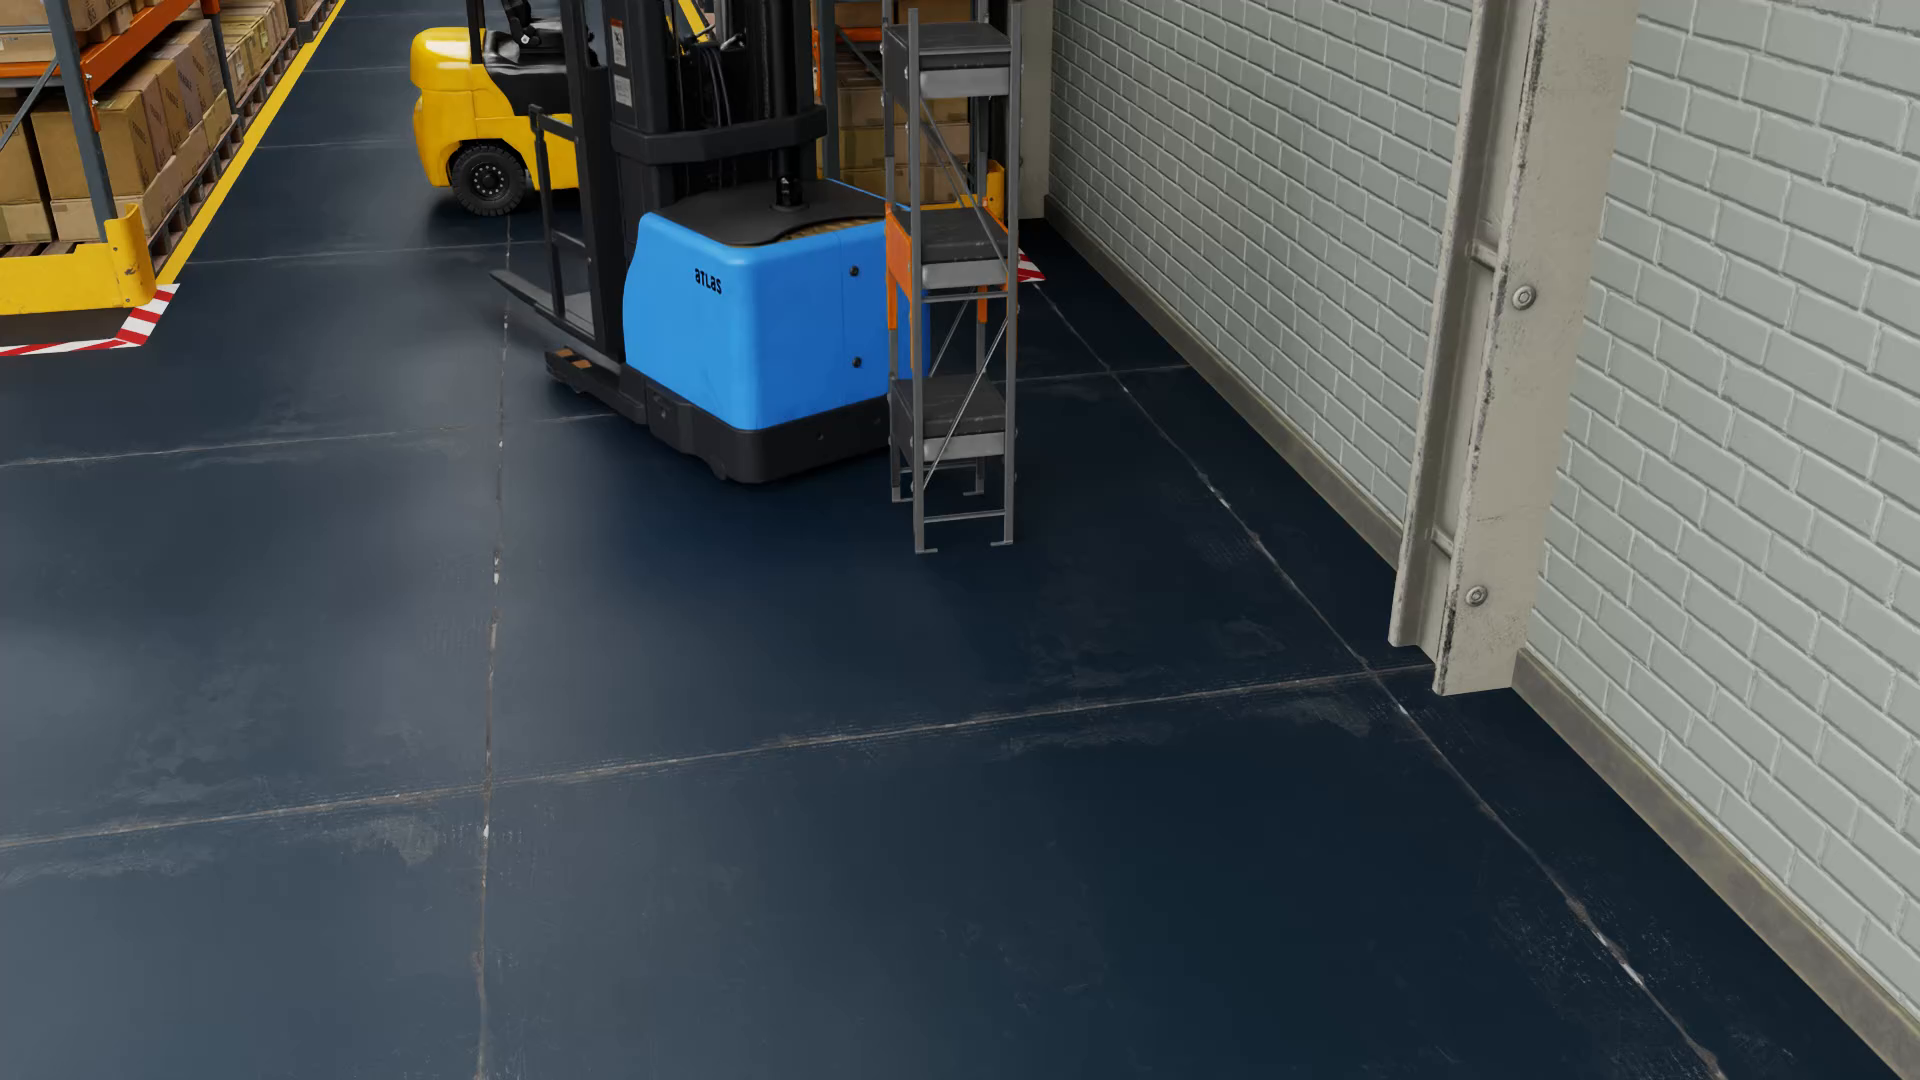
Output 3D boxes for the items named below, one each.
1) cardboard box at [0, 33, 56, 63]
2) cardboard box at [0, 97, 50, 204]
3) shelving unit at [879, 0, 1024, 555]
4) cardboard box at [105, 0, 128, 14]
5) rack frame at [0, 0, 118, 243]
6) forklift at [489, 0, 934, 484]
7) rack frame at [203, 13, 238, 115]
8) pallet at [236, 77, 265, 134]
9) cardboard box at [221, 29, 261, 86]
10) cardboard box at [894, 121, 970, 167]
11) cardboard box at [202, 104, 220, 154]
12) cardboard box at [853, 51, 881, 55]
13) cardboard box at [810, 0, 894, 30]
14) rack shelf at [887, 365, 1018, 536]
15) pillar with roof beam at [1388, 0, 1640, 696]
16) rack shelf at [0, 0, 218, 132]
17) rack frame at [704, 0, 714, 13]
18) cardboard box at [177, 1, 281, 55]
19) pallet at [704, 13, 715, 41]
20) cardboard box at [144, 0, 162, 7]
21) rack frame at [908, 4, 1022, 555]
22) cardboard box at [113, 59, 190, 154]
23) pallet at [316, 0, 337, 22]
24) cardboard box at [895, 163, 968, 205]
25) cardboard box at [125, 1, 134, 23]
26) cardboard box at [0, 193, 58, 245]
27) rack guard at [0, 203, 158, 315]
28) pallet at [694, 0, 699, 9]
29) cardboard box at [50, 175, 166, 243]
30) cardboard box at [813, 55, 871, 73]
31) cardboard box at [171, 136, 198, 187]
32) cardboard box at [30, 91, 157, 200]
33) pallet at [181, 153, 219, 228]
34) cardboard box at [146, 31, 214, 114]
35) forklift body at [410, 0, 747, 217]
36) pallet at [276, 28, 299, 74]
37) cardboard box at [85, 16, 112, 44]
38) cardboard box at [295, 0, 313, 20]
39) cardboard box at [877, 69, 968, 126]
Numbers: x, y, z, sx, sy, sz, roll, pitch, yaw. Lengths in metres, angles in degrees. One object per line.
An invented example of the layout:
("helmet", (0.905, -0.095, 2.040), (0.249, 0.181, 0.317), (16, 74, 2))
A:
("cardboard box", (-5.039, -2.697, 9.043), (0.380, 0.149, 0.250), (-6, 27, -11))
("cardboard box", (-5.598, -2.259, 9.650), (0.500, 0.500, 0.500), (-6, 27, -11))
("shelving unit", (-0.037, -1.010, 6.421), (0.431, 2.100, 0.503), (-6, 27, -12))
("cardboard box", (-5.120, -3.279, 9.477), (0.500, 0.500, 0.500), (-5, 27, -10))
("rack frame", (-5.164, -2.639, 8.649), (1.000, 3.000, 0.127), (-6, 27, -12))
("forklift", (-1.413, -2.148, 7.752), (1.130, 2.935, 3.031), (-19, 33, -33))
("rack frame", (-6.065, -4.395, 12.128), (1.000, 3.000, 0.127), (-6, 27, -12))
("pallet", (-6.242, -3.492, 13.433), (1.003, 0.211, 1.213), (-6, 27, -12))
("cardboard box", (-6.351, -3.955, 13.706), (0.950, 0.372, 0.625), (-4, 27, -8))
("cardboard box", (-0.232, -2.555, 10.514), (0.500, 0.250, 0.500), (-5, 27, -11))
("cardboard box", (-5.540, -2.890, 11.732), (0.500, 0.250, 0.500), (-7, 28, -13))
("cardboard box", (-0.471, -3.221, 11.278), (0.500, 0.250, 0.500), (-6, 27, -12))
("cardboard box", (-0.695, -3.379, 10.004), (0.500, 0.500, 0.500), (-7, 28, -13))
("rack shelf", (-0.037, -0.373, 6.742), (0.431, 0.518, 0.480), (-6, 27, -12))
("pillar with roof beam", (-2.449, -3.149, 3.002), (9.100, 9.000, 0.400), (-6, 27, -12))
("rack shelf", (-5.614, -3.196, 10.551), (1.077, 0.370, 4.000), (-6, 27, -12))
("rack frame", (-2.131, -6.657, 16.609), (1.000, 3.000, 0.127), (-6, 27, -12))
("cardboard box", (-6.675, -4.593, 14.971), (0.950, 0.372, 0.625), (-6, 27, -13))
("pallet", (-1.984, -5.046, 16.514), (1.003, 0.211, 1.213), (-6, 27, -12))
("cardboard box", (-5.342, -3.502, 10.639), (0.380, 0.149, 0.250), (-6, 27, -11))
("rack frame", (0.018, -0.903, 6.209), (0.400, 2.100, 0.015), (-6, 27, -12))
("cardboard box", (-5.309, -2.776, 10.675), (0.500, 0.500, 0.500), (-5, 27, -11))
("pallet", (-7.342, -5.794, 17.996), (1.003, 0.211, 1.213), (-6, 27, -12))
("cardboard box", (-0.249, -2.340, 10.643), (0.500, 0.250, 0.500), (-6, 27, -11))
("cardboard box", (-5.193, -3.157, 9.955), (0.380, 0.149, 0.250), (-5, 27, -10))
("cardboard box", (-5.613, -1.937, 9.844), (0.500, 0.250, 0.500), (-6, 27, -12))
("rack guard", (-5.181, -1.556, 9.279), (1.175, 0.500, 0.348), (-6, 27, -12))
("pallet", (-2.534, -6.278, 18.954), (1.003, 0.211, 1.213), (-6, 27, -12))
("cardboard box", (-5.076, -1.981, 9.931), (0.500, 0.250, 0.500), (-6, 27, -12))
("cardboard box", (-0.857, -2.945, 10.731), (0.500, 0.250, 0.500), (-5, 27, -11))
("cardboard box", (-5.319, -2.444, 10.849), (0.500, 0.250, 0.500), (-4, 27, -8))
("cardboard box", (-5.082, -2.326, 9.783), (0.500, 0.500, 0.500), (-7, 28, -13))
("pallet", (-5.601, -2.322, 11.116), (1.003, 0.211, 1.213), (-6, 27, -12))
("cardboard box", (-5.554, -3.234, 11.582), (0.500, 0.500, 0.500), (-5, 27, -11))
("forklift body", (-2.533, -3.413, 11.125), (2.313, 2.155, 1.214), (-6, 27, -12))
("pallet", (-6.792, -4.563, 15.556), (1.003, 0.211, 1.213), (-6, 27, -12))
("cardboard box", (-5.090, -2.931, 9.507), (0.380, 0.149, 0.250), (-7, 28, -13))
("cardboard box", (-7.041, -5.701, 16.609), (0.875, 0.875, 0.875), (-6, 27, -12))
("cardboard box", (-0.252, -2.781, 10.407), (0.500, 0.250, 0.500), (-6, 27, -12))
